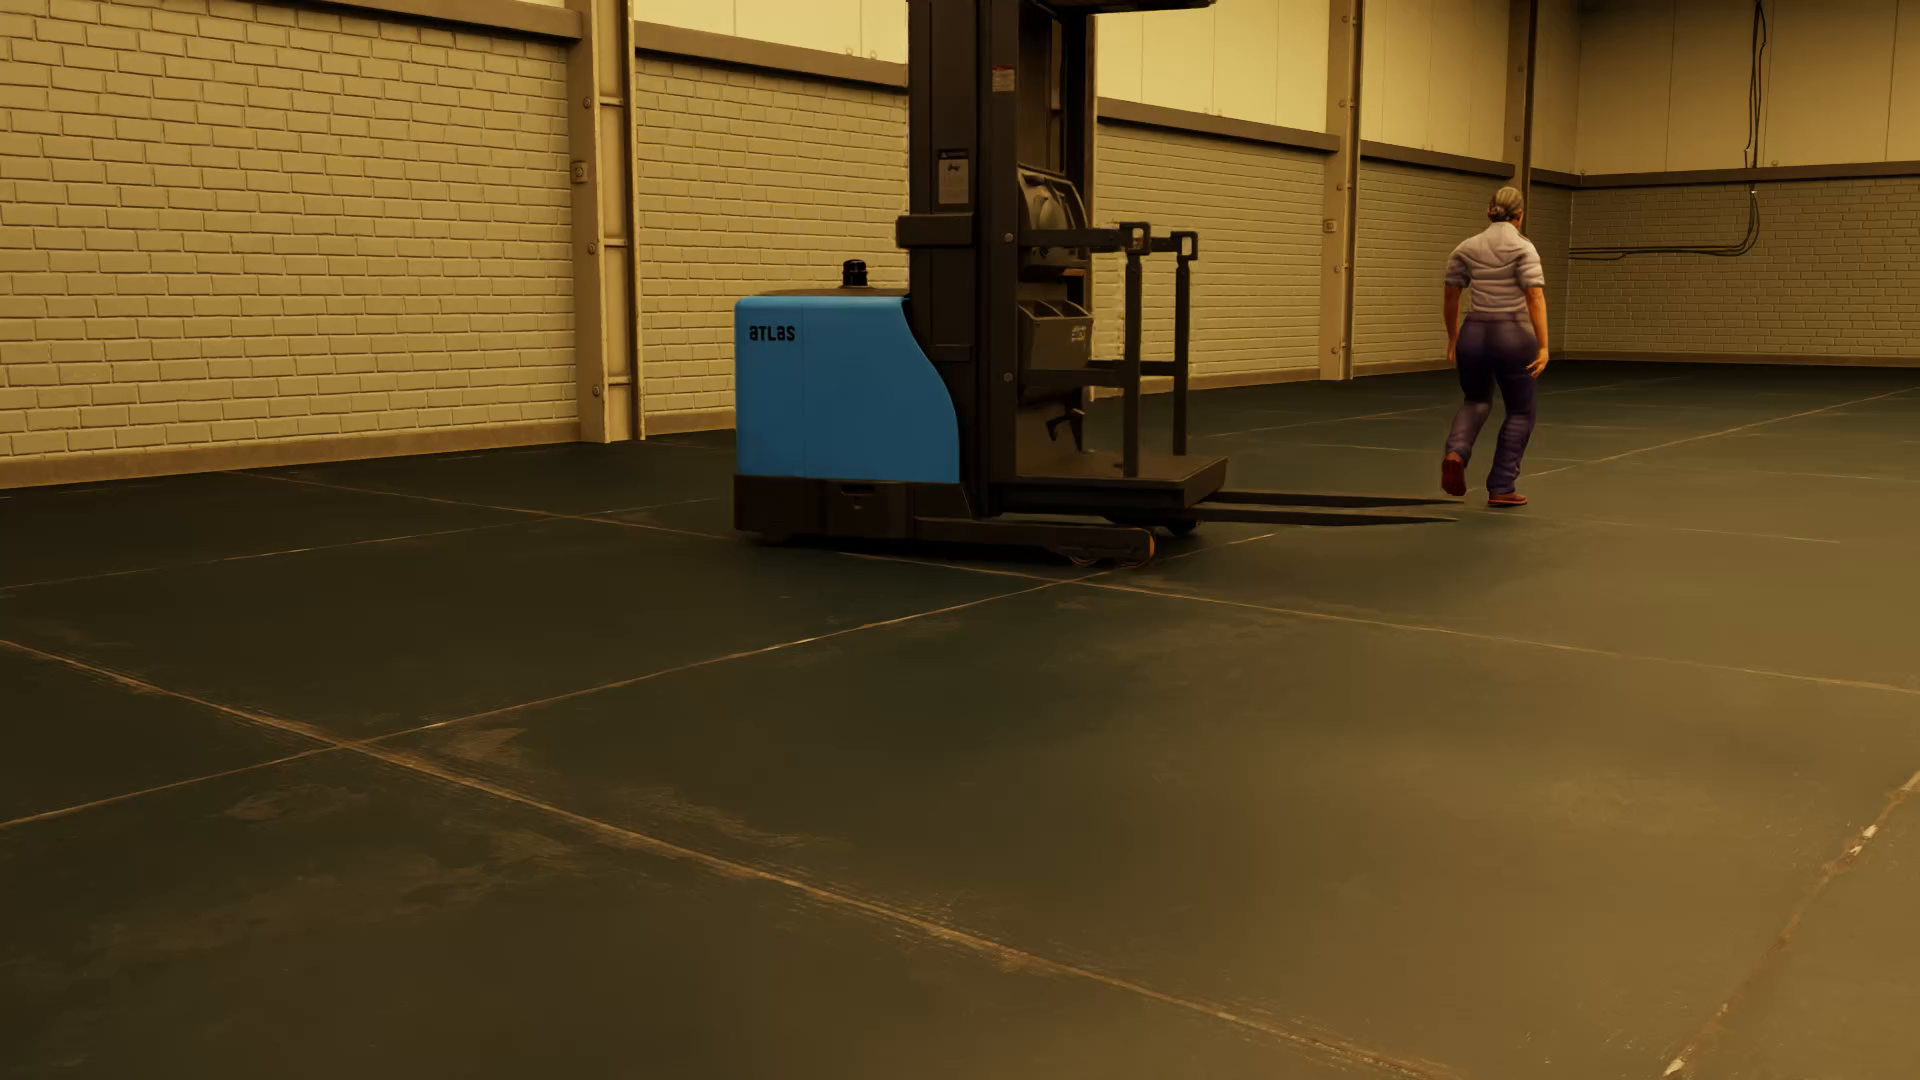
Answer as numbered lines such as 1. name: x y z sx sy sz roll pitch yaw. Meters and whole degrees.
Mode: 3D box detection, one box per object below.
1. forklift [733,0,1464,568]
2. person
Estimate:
1. forklift: 0.587 -1.423 7.010 3.031 2.935 1.130 3 9 19
2. person: 2.795 -0.999 8.622 0.629 1.630 0.455 8 12 44
